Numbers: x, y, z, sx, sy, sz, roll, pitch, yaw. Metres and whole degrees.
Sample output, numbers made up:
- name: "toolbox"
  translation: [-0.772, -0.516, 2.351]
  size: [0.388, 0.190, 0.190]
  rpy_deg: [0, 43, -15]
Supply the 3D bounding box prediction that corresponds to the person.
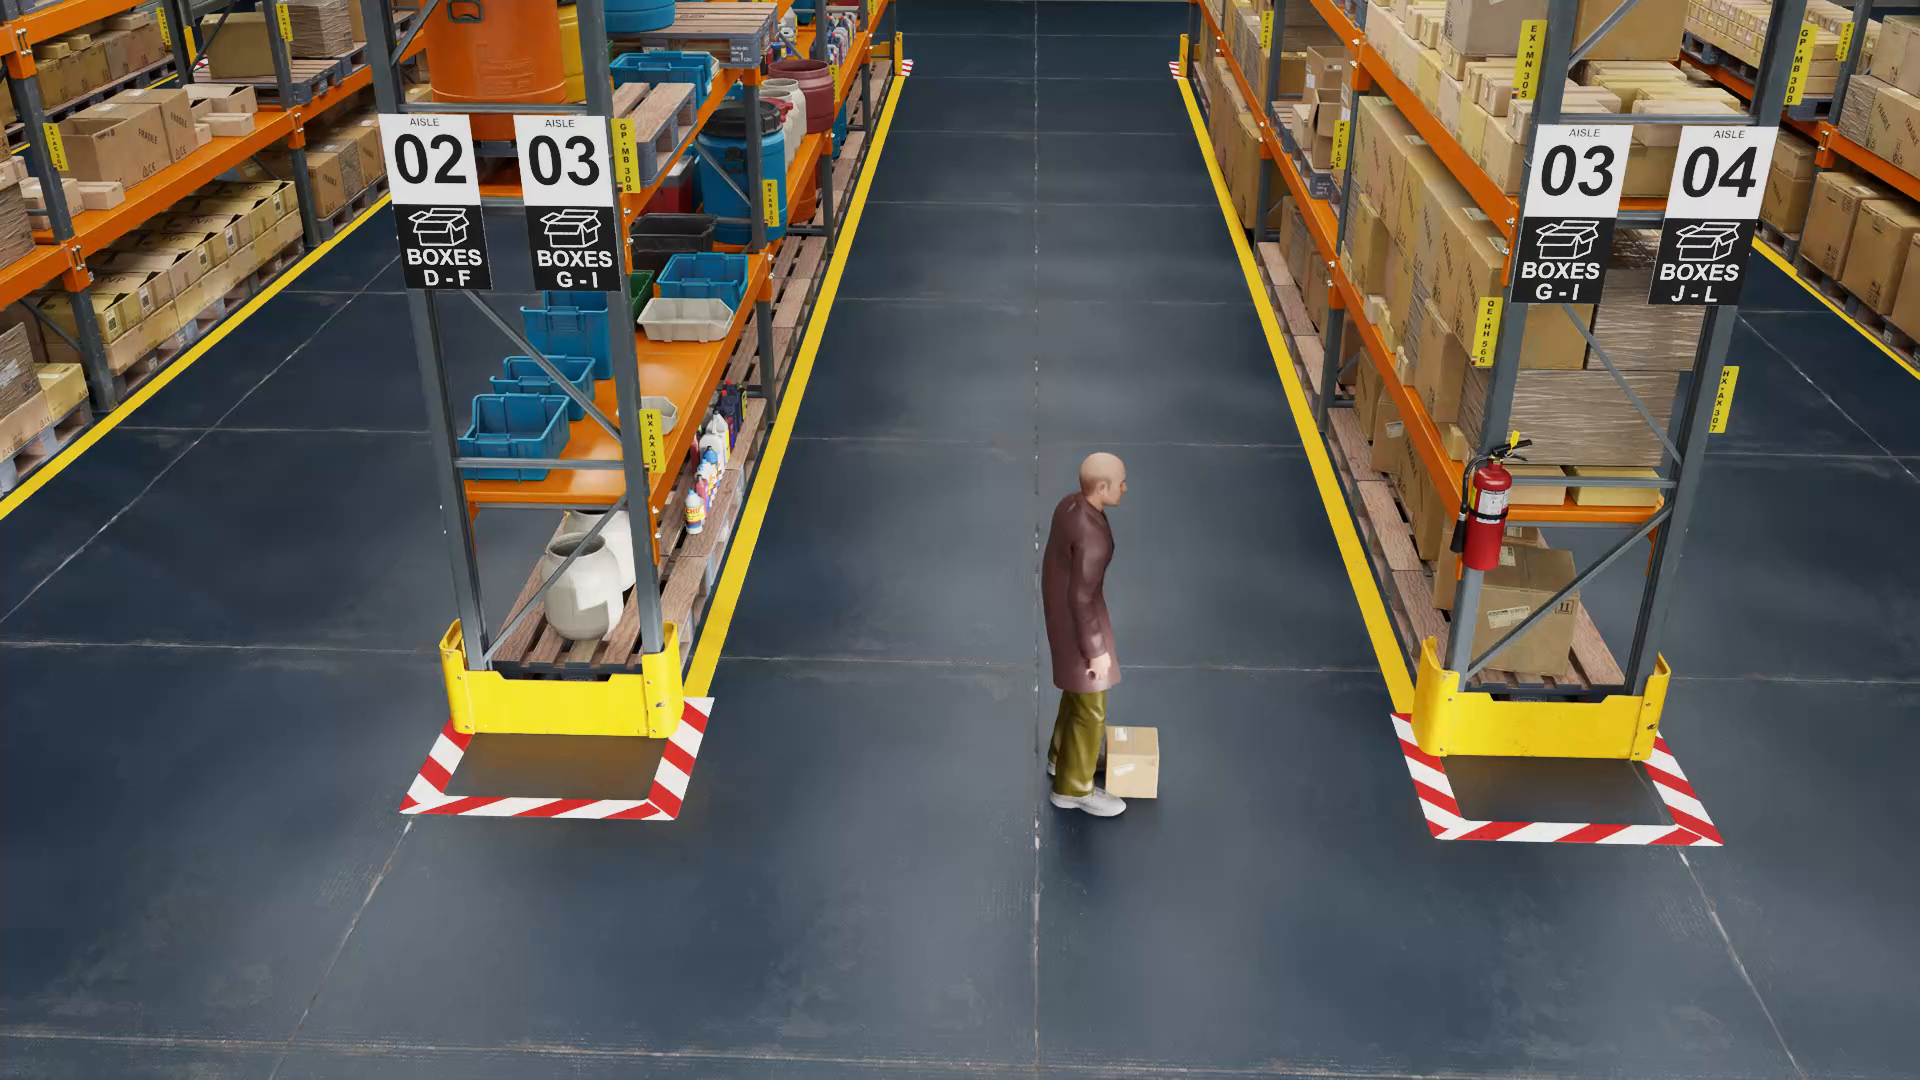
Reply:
- name: "person"
  translation: [0.593, 0.411, 7.852]
  size: [0.429, 1.772, 0.650]
  rpy_deg: [-1, 28, -1]
